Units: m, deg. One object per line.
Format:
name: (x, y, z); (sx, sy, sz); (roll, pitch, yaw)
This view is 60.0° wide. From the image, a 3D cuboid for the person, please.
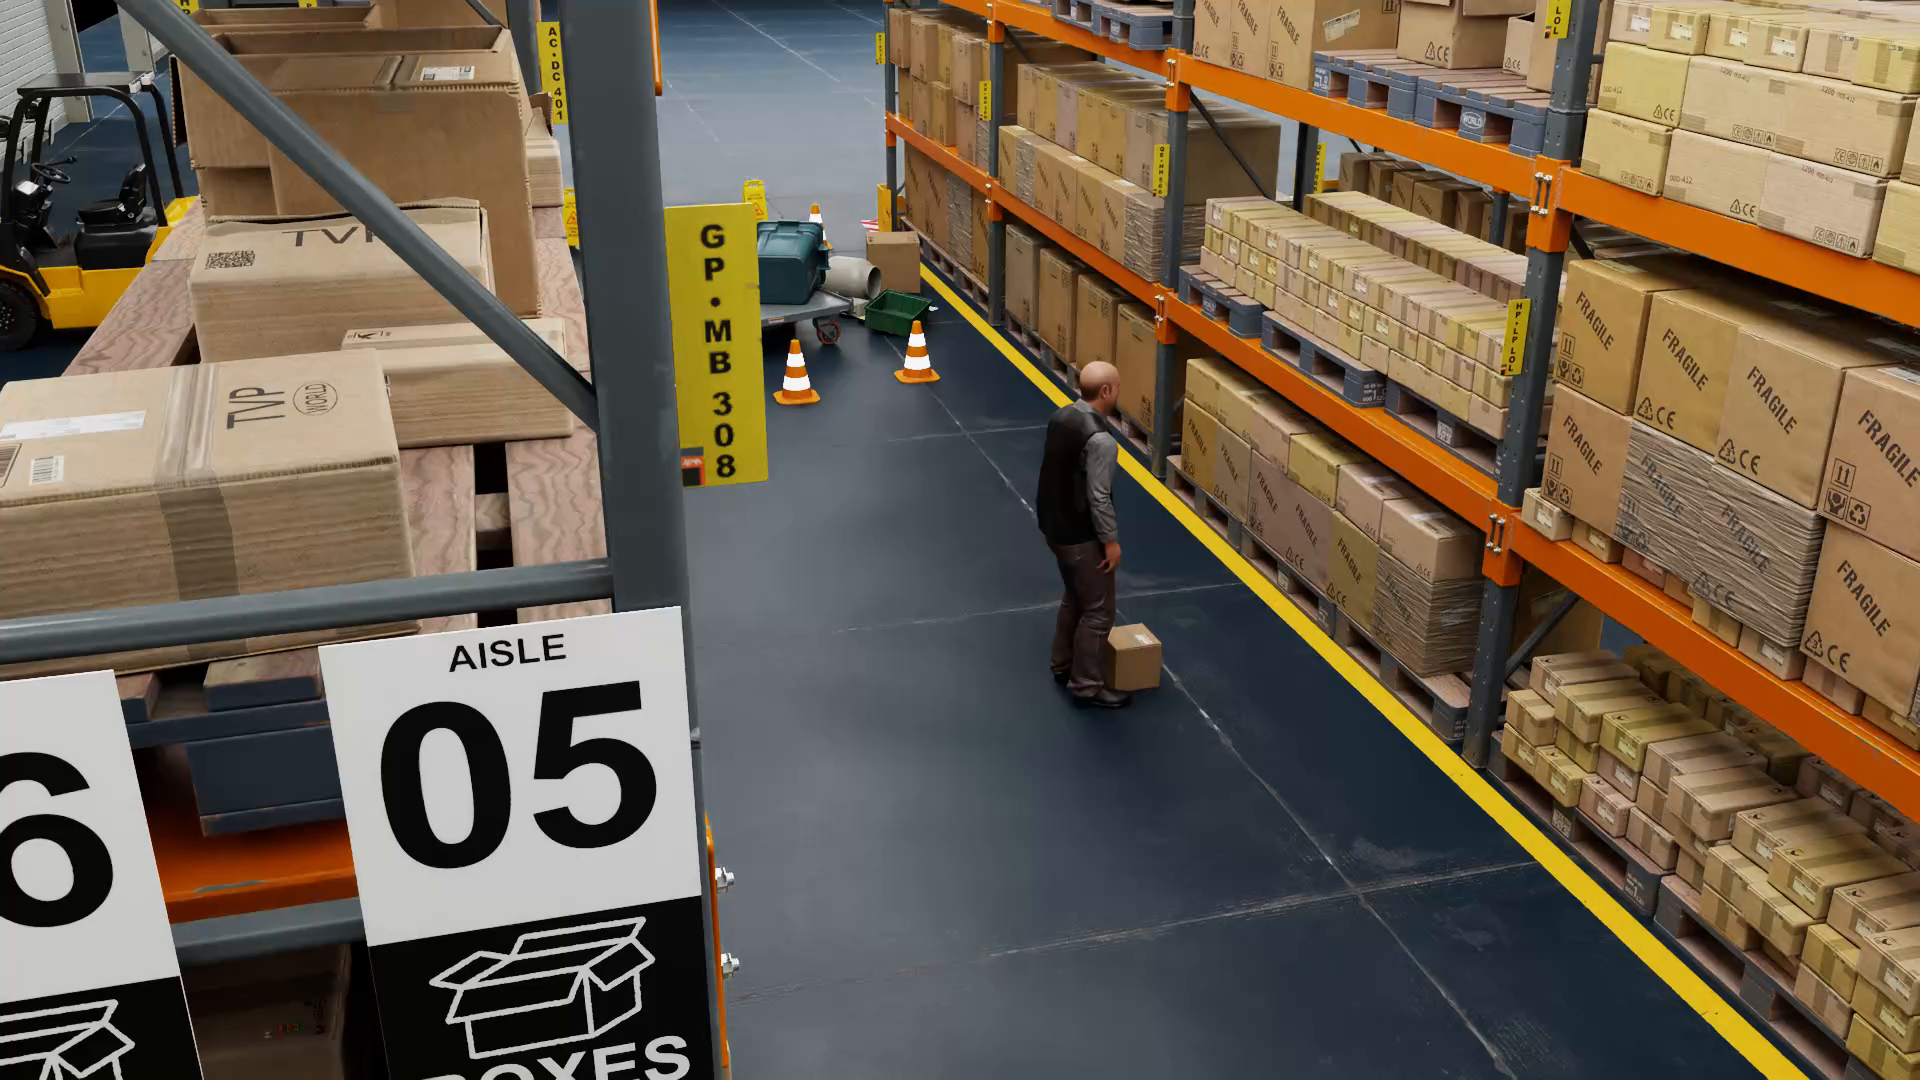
person: (0.601, -0.039, 8.219); (0.426, 1.720, 0.592); (-8, 24, -18)
